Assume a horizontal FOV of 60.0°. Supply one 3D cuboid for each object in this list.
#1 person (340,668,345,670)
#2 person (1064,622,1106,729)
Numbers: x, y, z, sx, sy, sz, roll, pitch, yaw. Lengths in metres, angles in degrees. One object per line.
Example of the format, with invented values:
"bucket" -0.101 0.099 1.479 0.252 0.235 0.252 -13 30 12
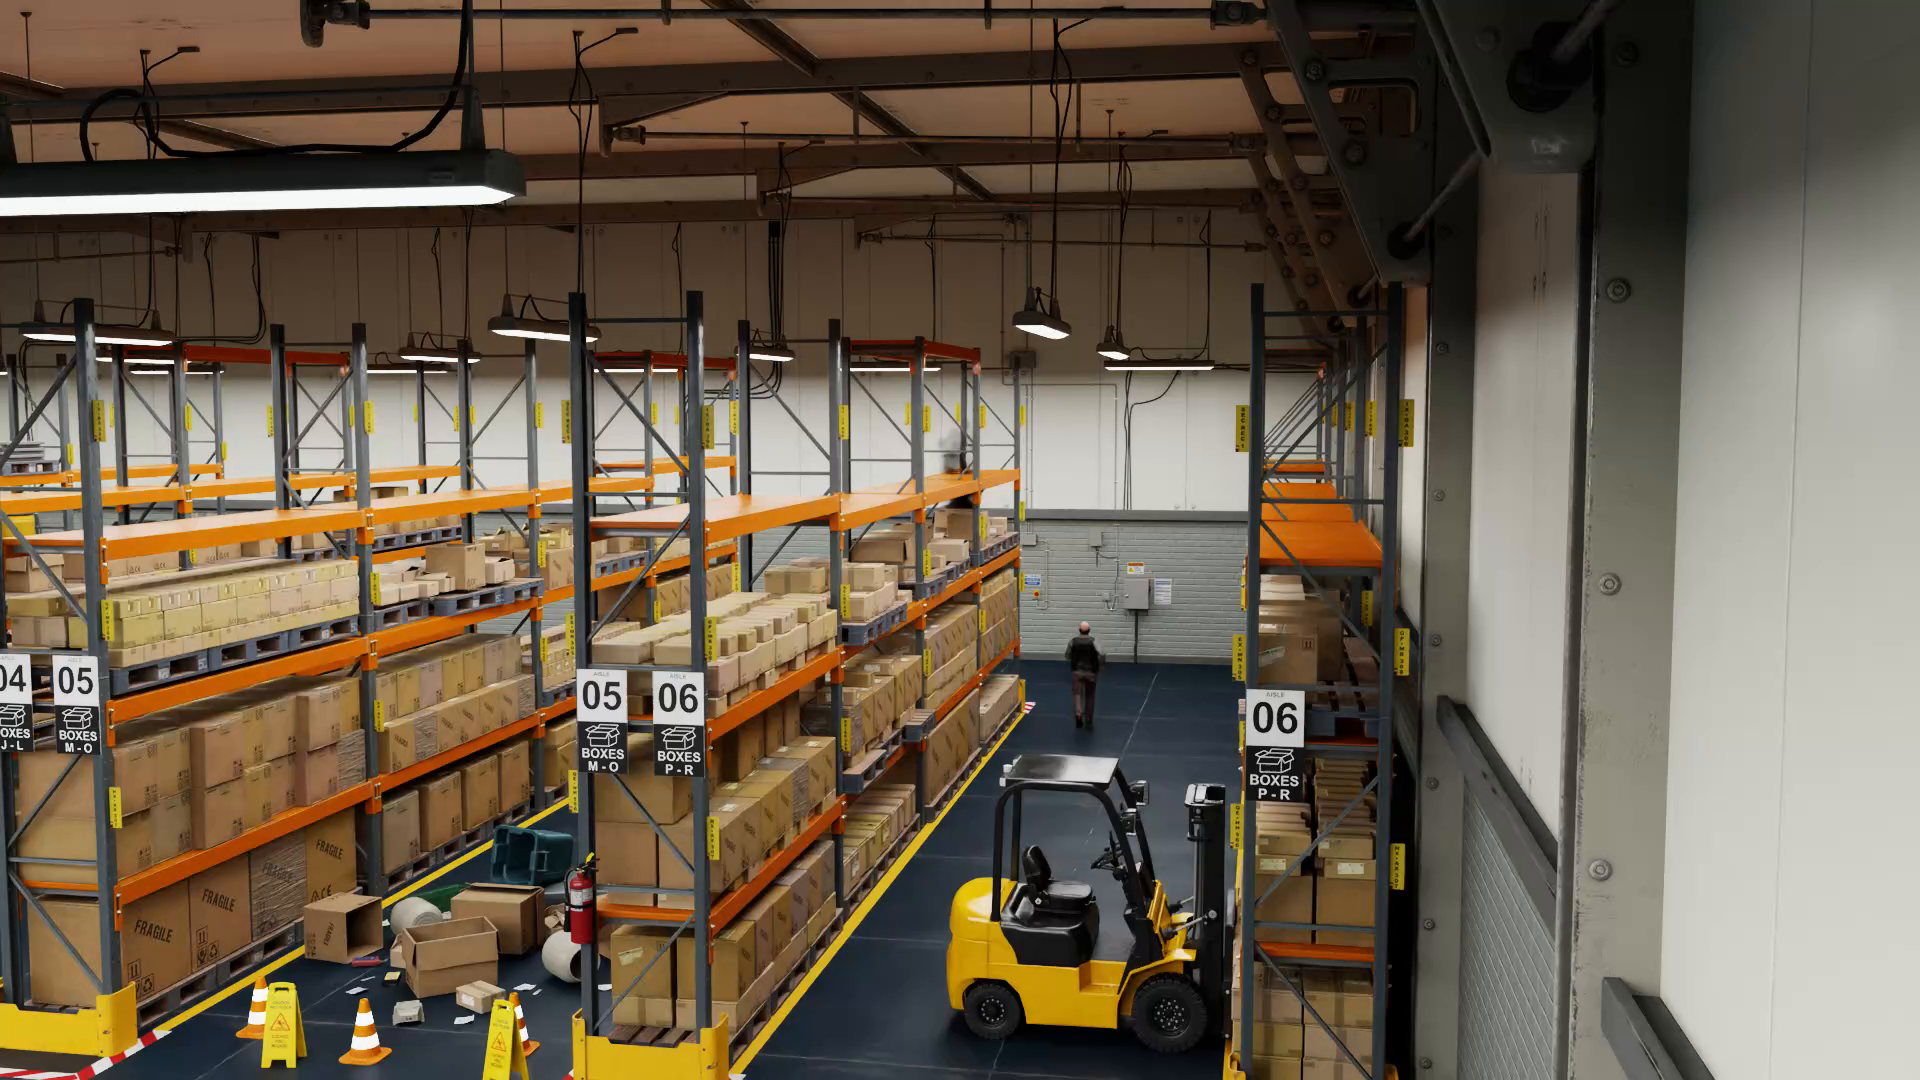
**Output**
"person" -7.969 2.543 21.859 0.670 1.785 0.834 0 5 6
"person" 1.994 2.149 26.530 0.668 1.708 0.965 0 5 6
